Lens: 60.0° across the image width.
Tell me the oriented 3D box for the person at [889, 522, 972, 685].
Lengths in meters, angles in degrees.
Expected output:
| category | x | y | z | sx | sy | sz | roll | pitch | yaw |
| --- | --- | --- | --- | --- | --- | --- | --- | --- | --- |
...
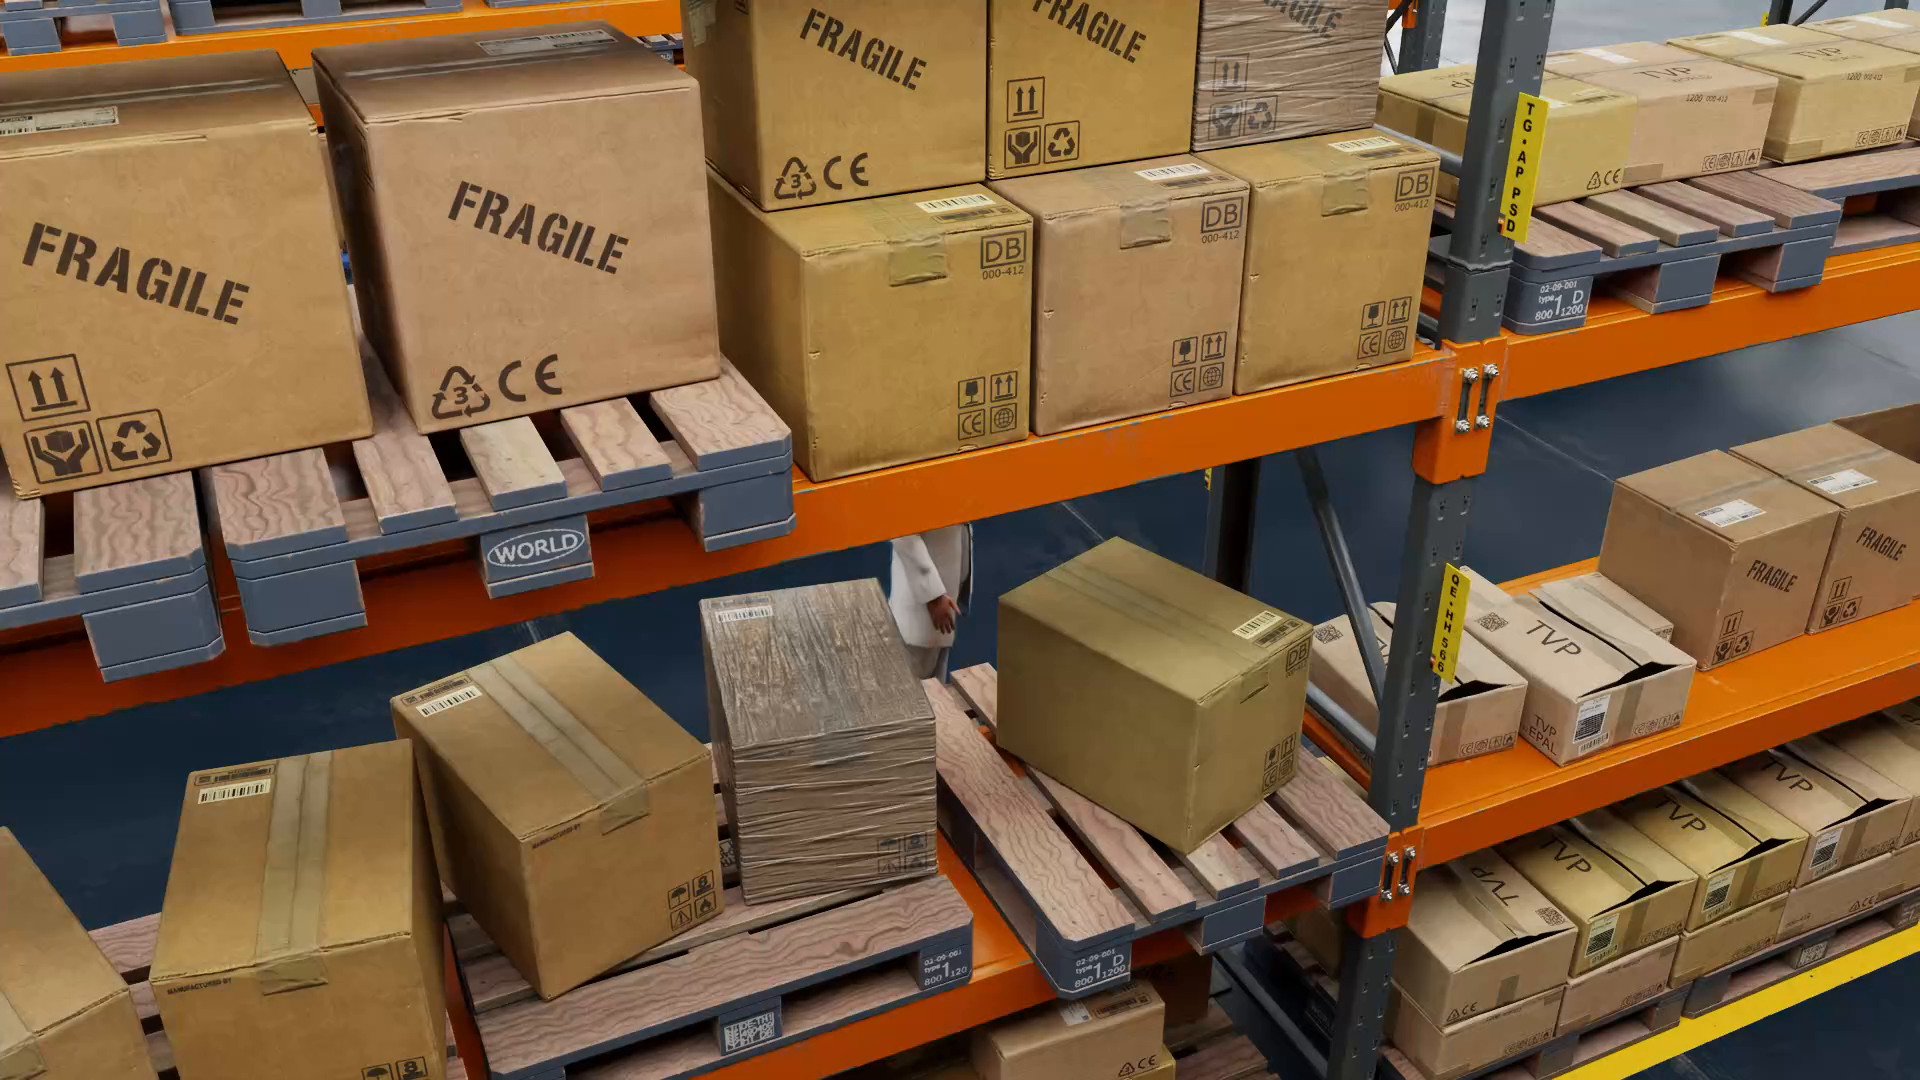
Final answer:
| category | x | y | z | sx | sy | sz | roll | pitch | yaw |
| --- | --- | --- | --- | --- | --- | --- | --- | --- | --- |
| person | -0.153 | 0.161 | 6.817 | 0.445 | 1.781 | 0.720 | 10 | 30 | 17 |
